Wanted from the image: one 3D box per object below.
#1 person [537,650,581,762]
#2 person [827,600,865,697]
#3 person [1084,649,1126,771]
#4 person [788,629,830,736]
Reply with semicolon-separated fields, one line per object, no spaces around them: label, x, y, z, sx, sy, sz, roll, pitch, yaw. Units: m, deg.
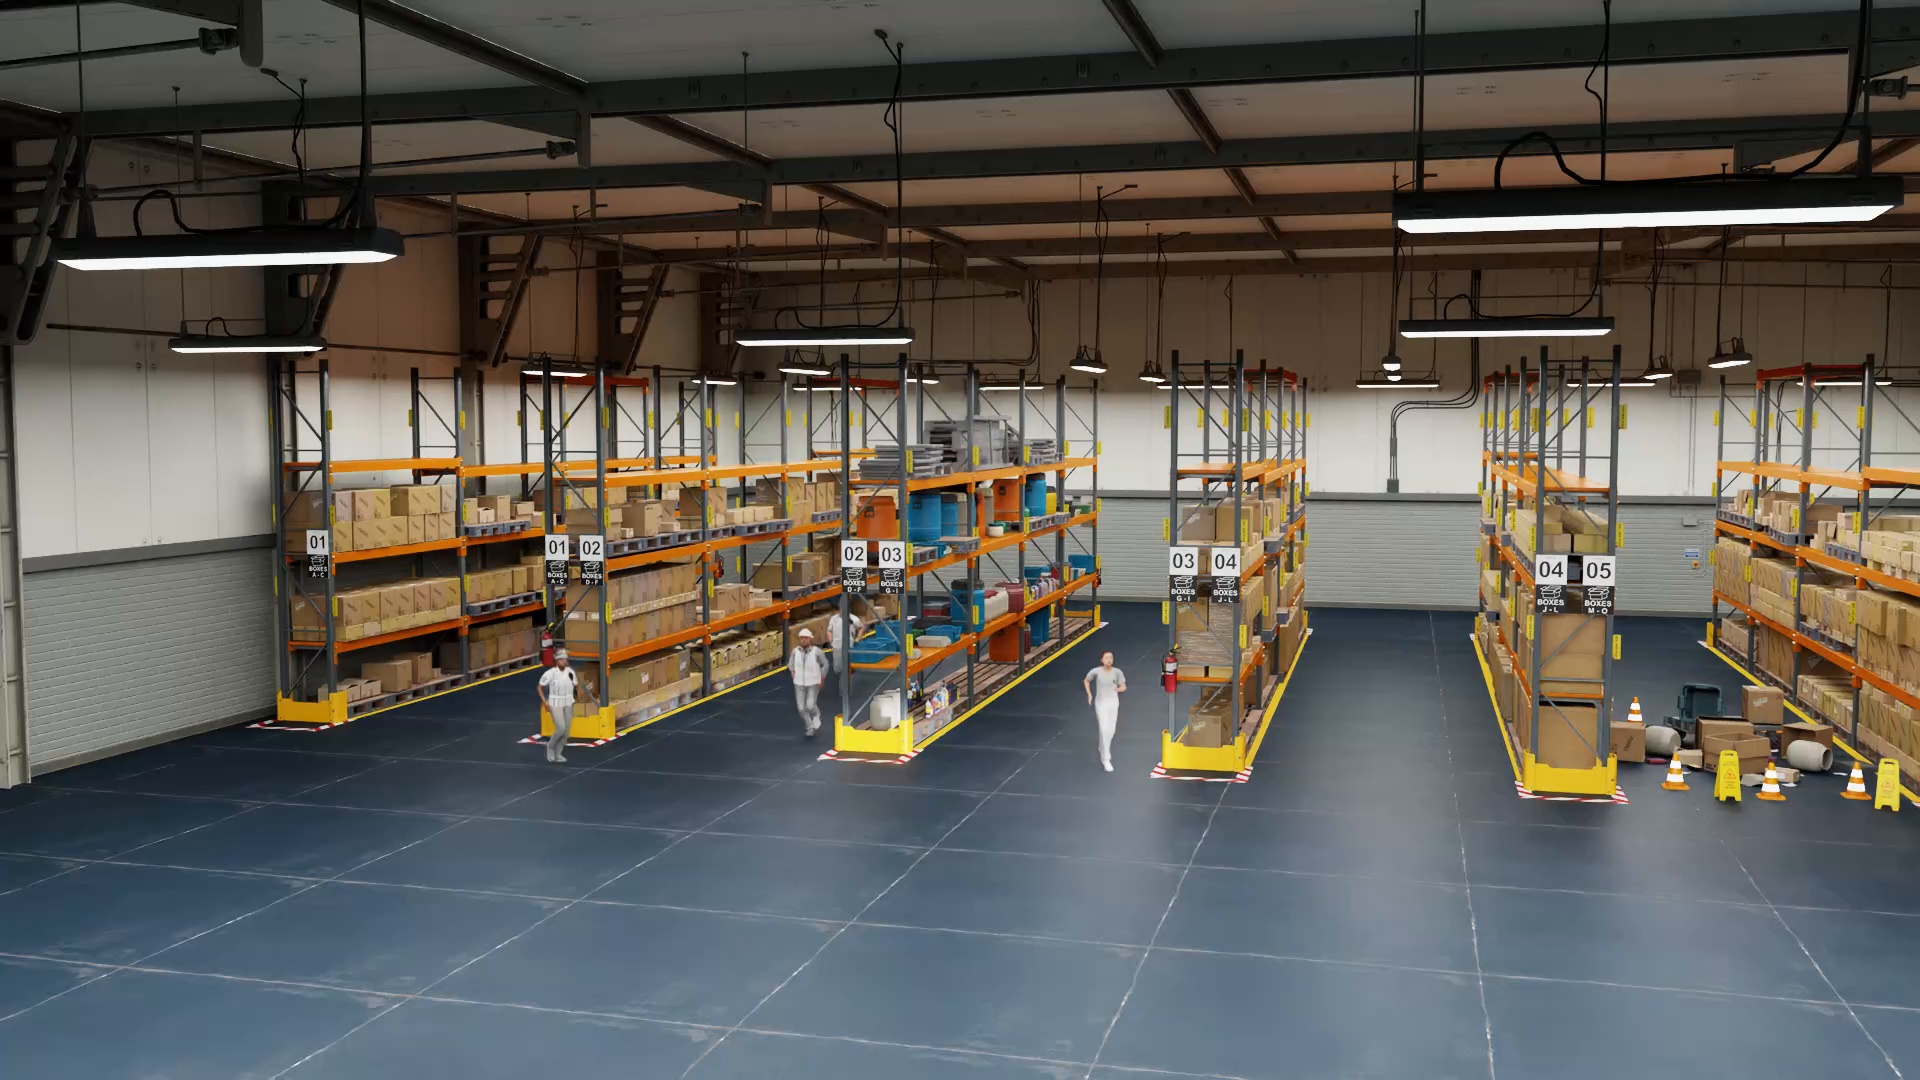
person;-5.789;2.424;24.245;0.585;1.664;0.581;-4;6;-43
person;-2.108;1.950;30.368;0.678;1.748;0.917;0;4;6
person;2.111;2.416;23.992;0.552;1.686;0.900;-1;4;-12
person;-2.425;2.257;26.243;0.653;1.716;0.597;1;4;12
